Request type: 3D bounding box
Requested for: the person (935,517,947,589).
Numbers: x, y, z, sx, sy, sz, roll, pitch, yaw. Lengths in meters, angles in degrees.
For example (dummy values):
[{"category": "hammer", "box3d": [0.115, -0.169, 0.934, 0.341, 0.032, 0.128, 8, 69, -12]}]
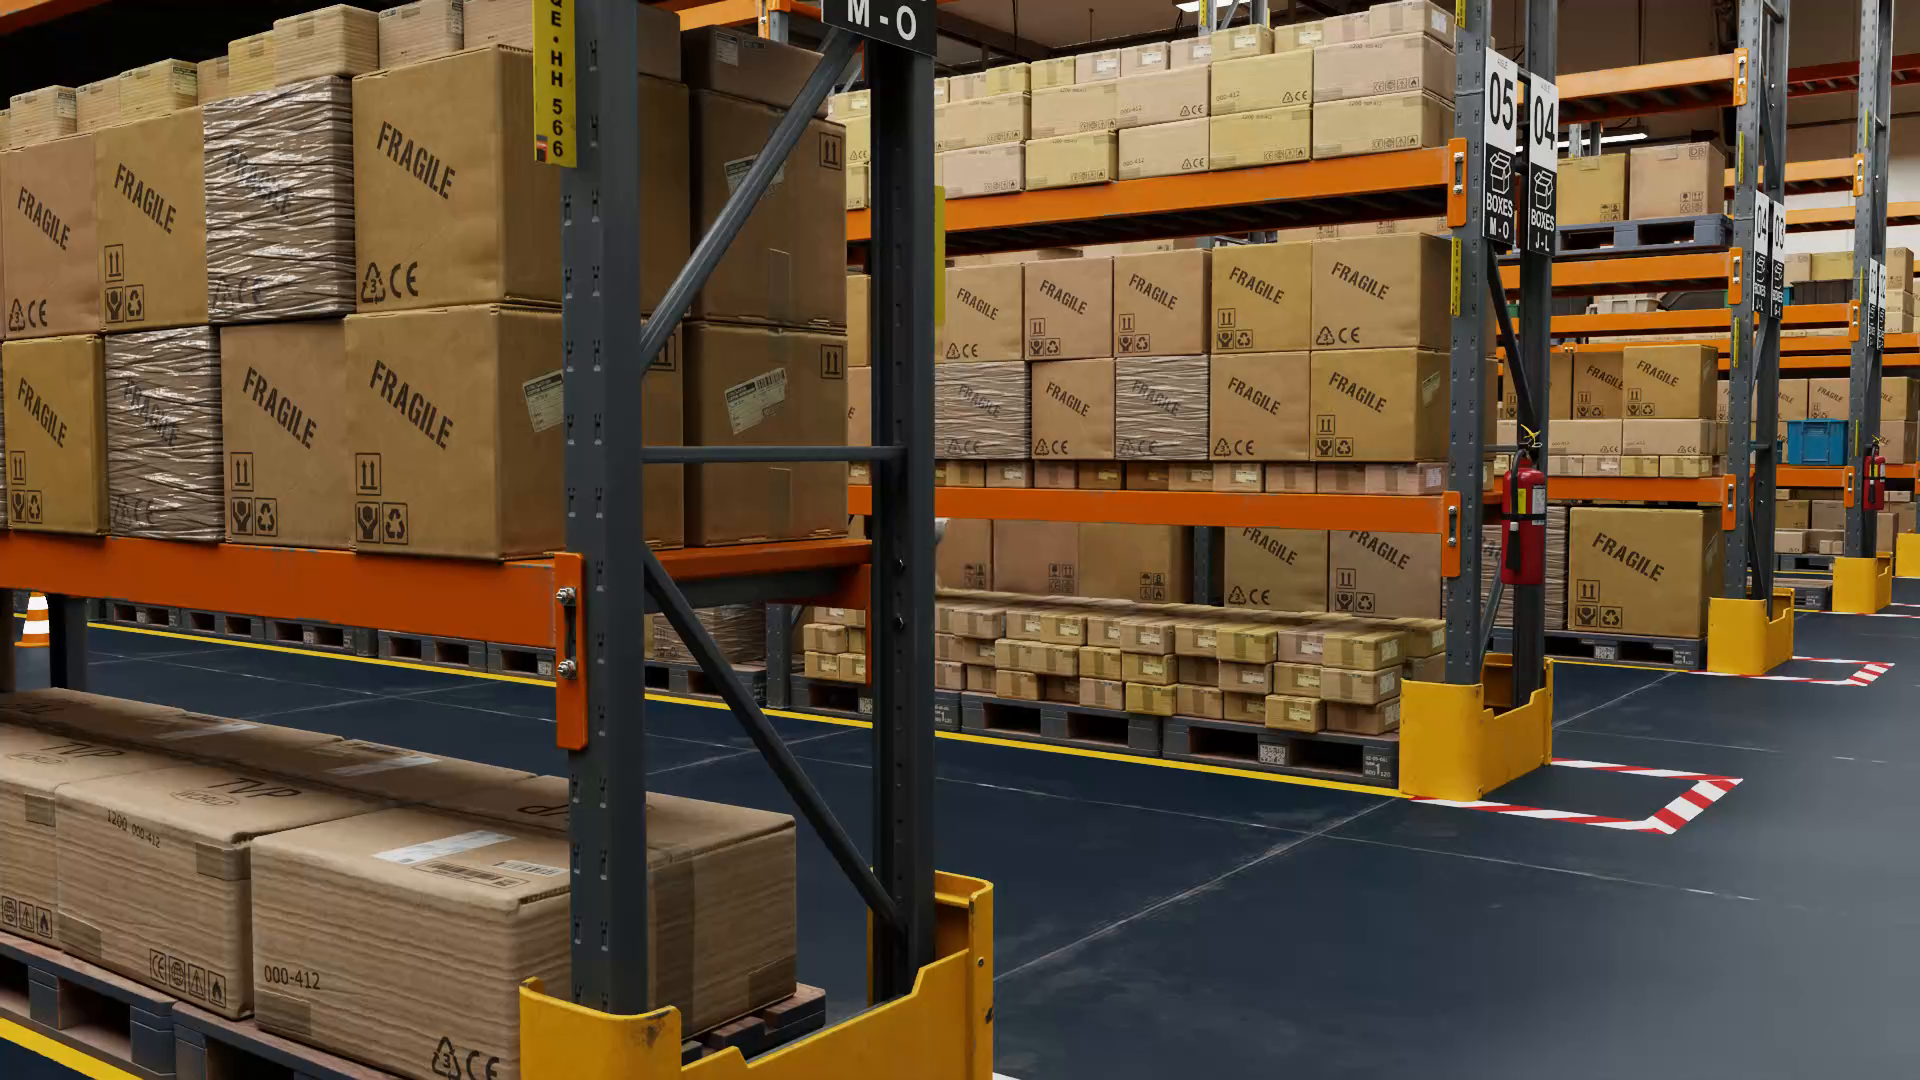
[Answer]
[{"category": "person", "box3d": [-0.299, -0.082, 13.185, 0.463, 1.661, 0.485, 1, 3, 14]}]
